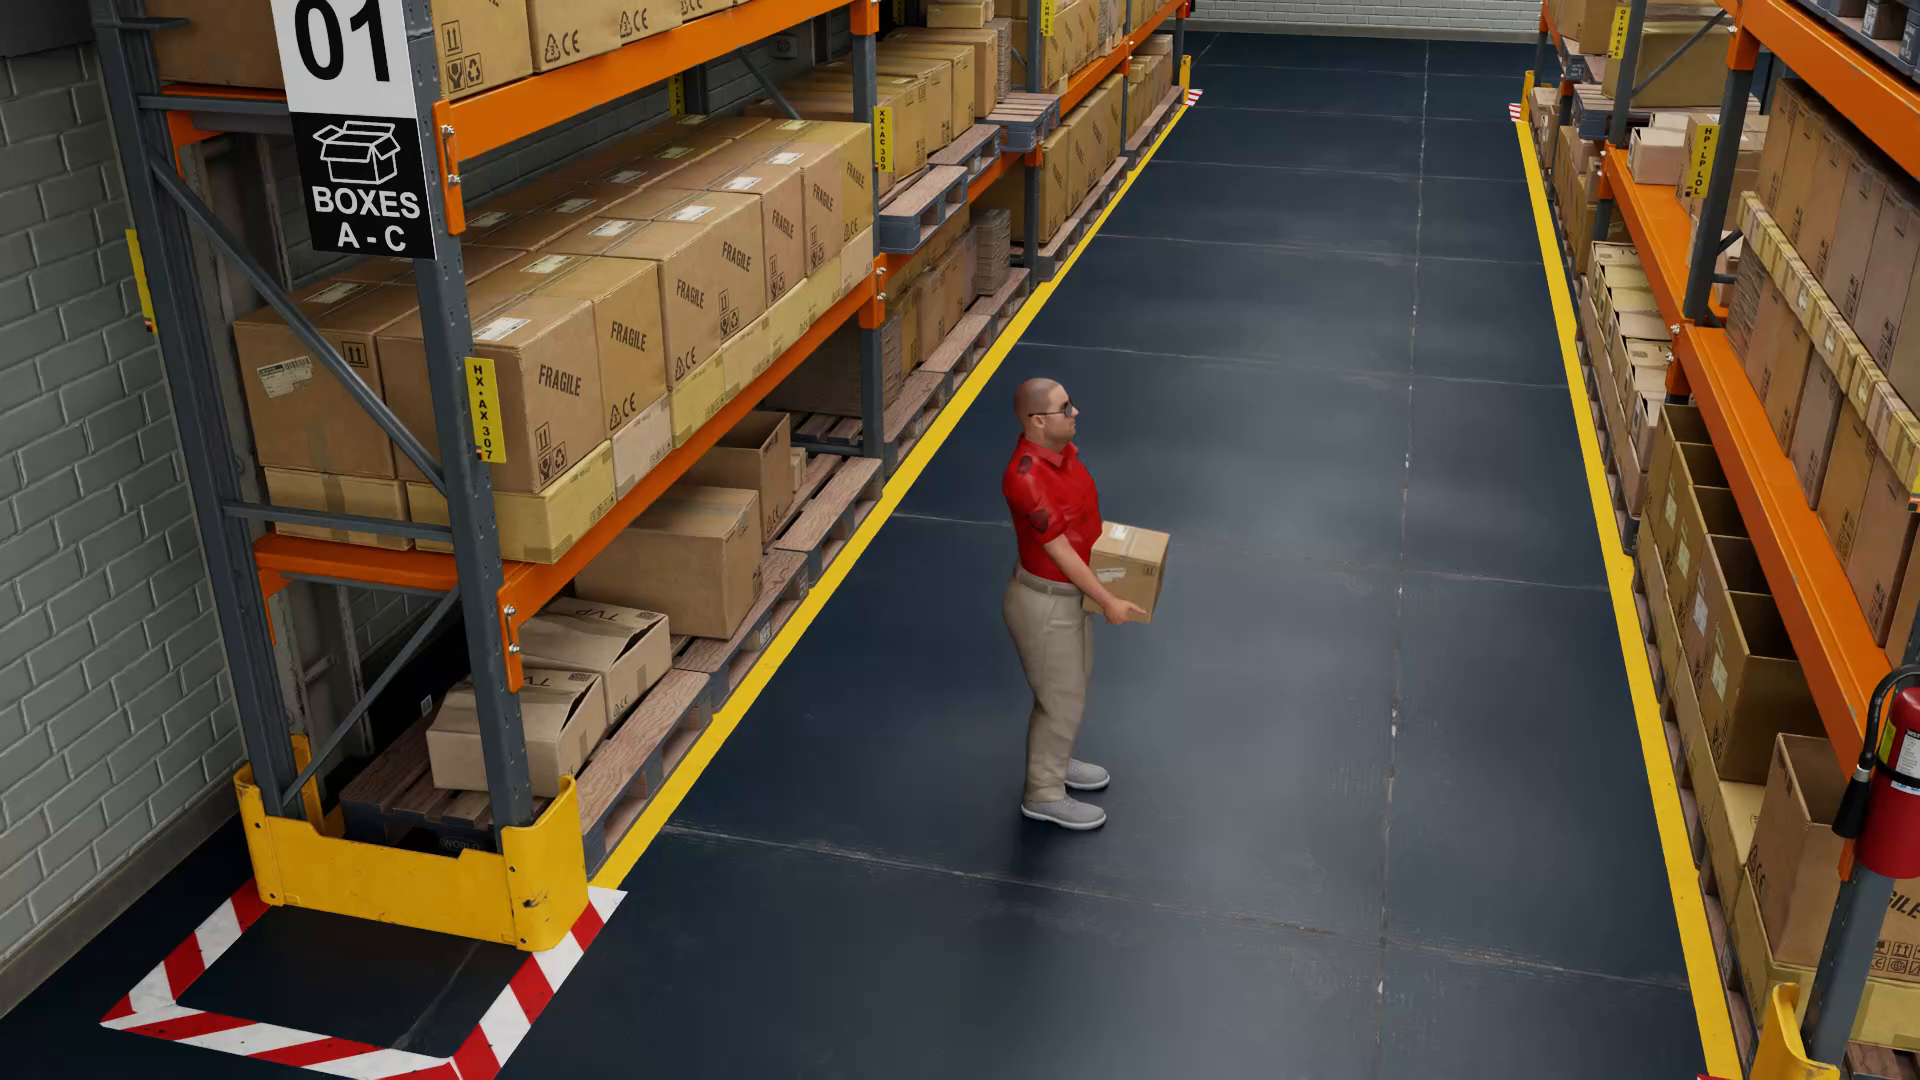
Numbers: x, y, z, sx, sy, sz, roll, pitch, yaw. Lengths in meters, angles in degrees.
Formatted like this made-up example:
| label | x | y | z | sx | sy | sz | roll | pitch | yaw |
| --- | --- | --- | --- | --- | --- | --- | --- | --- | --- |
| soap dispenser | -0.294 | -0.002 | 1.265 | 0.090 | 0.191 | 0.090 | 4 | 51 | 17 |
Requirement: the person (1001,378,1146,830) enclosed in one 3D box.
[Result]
| label | x | y | z | sx | sy | sz | roll | pitch | yaw |
| --- | --- | --- | --- | --- | --- | --- | --- | --- | --- |
| person | 0.439 | 0.233 | 6.143 | 0.536 | 1.713 | 0.494 | 6 | 26 | 13 |
